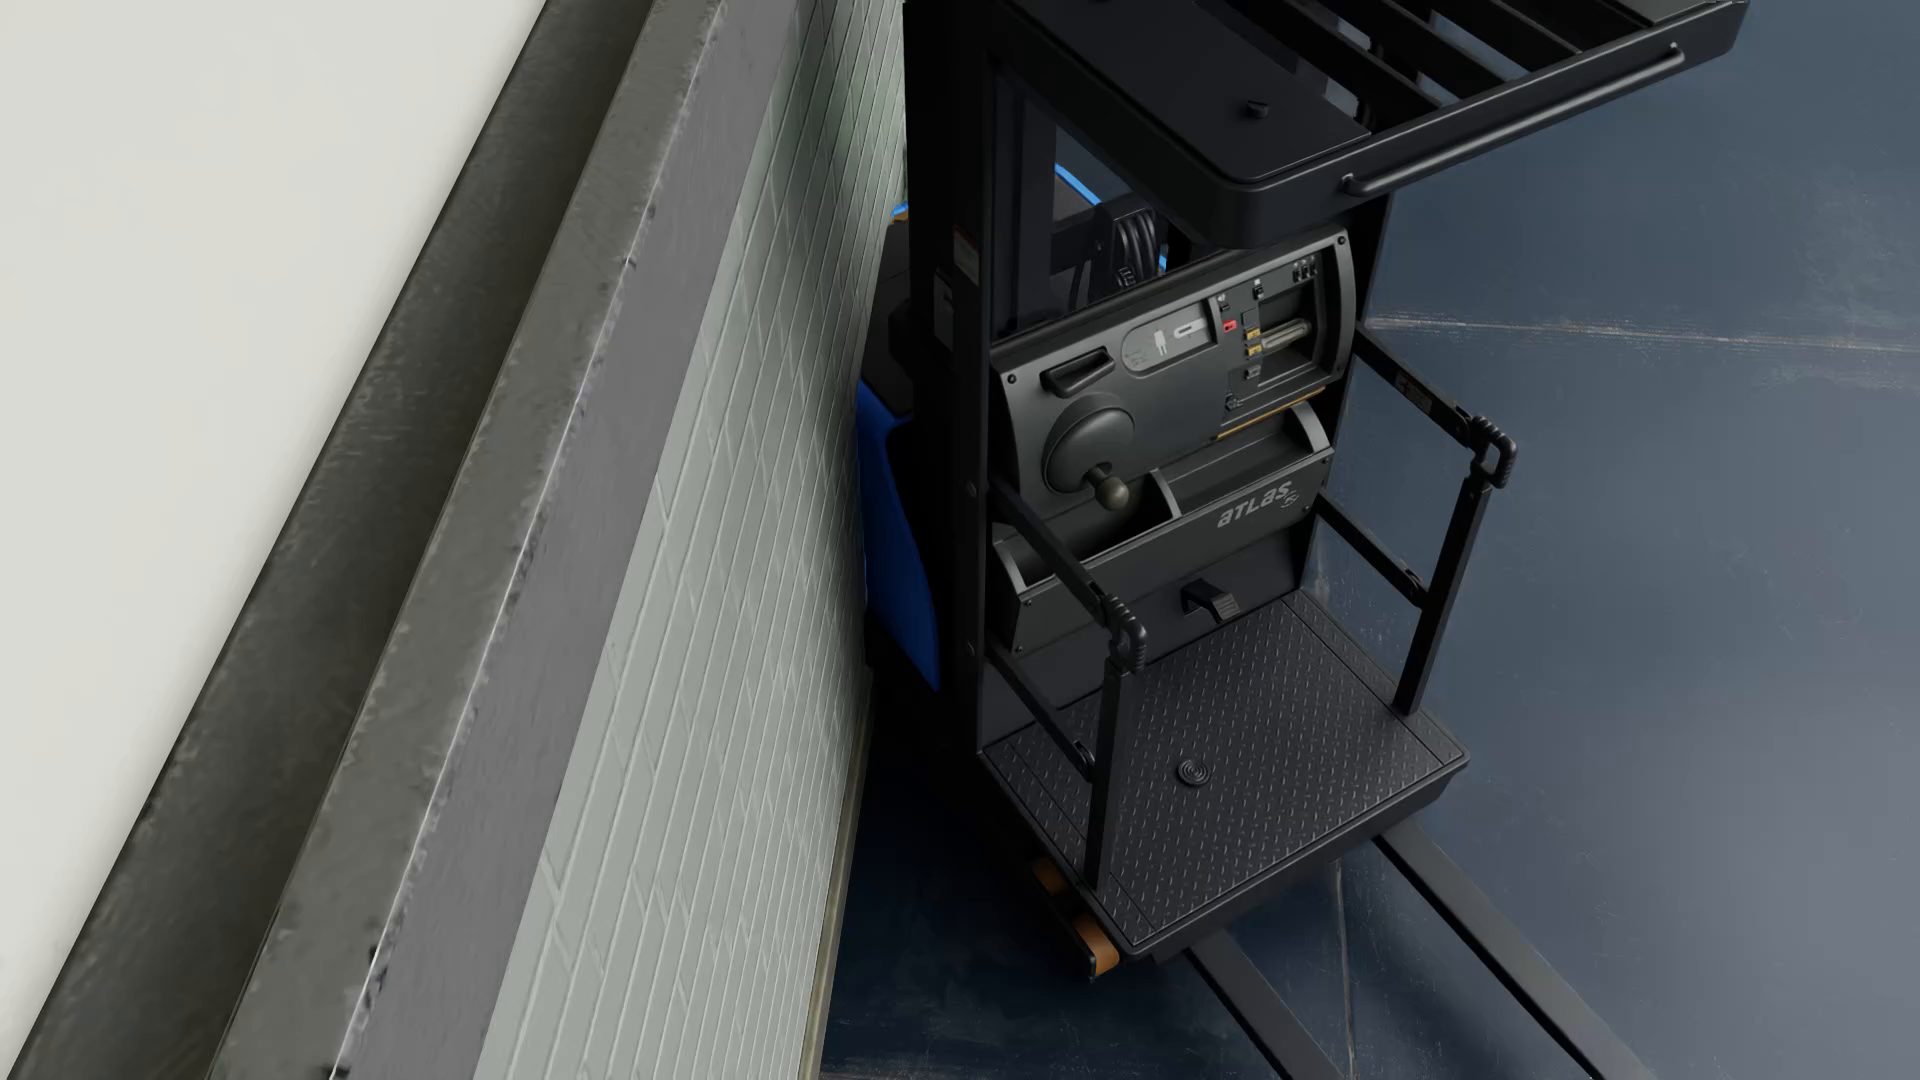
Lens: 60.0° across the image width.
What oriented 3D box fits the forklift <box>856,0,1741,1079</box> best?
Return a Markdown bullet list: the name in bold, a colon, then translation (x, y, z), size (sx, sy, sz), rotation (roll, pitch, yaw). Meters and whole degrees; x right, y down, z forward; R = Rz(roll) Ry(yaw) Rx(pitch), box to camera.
- **forklift**: translation (0.599, -0.294, 3.532), size (1.130, 2.935, 3.031), rotation (-24, 52, -21)
